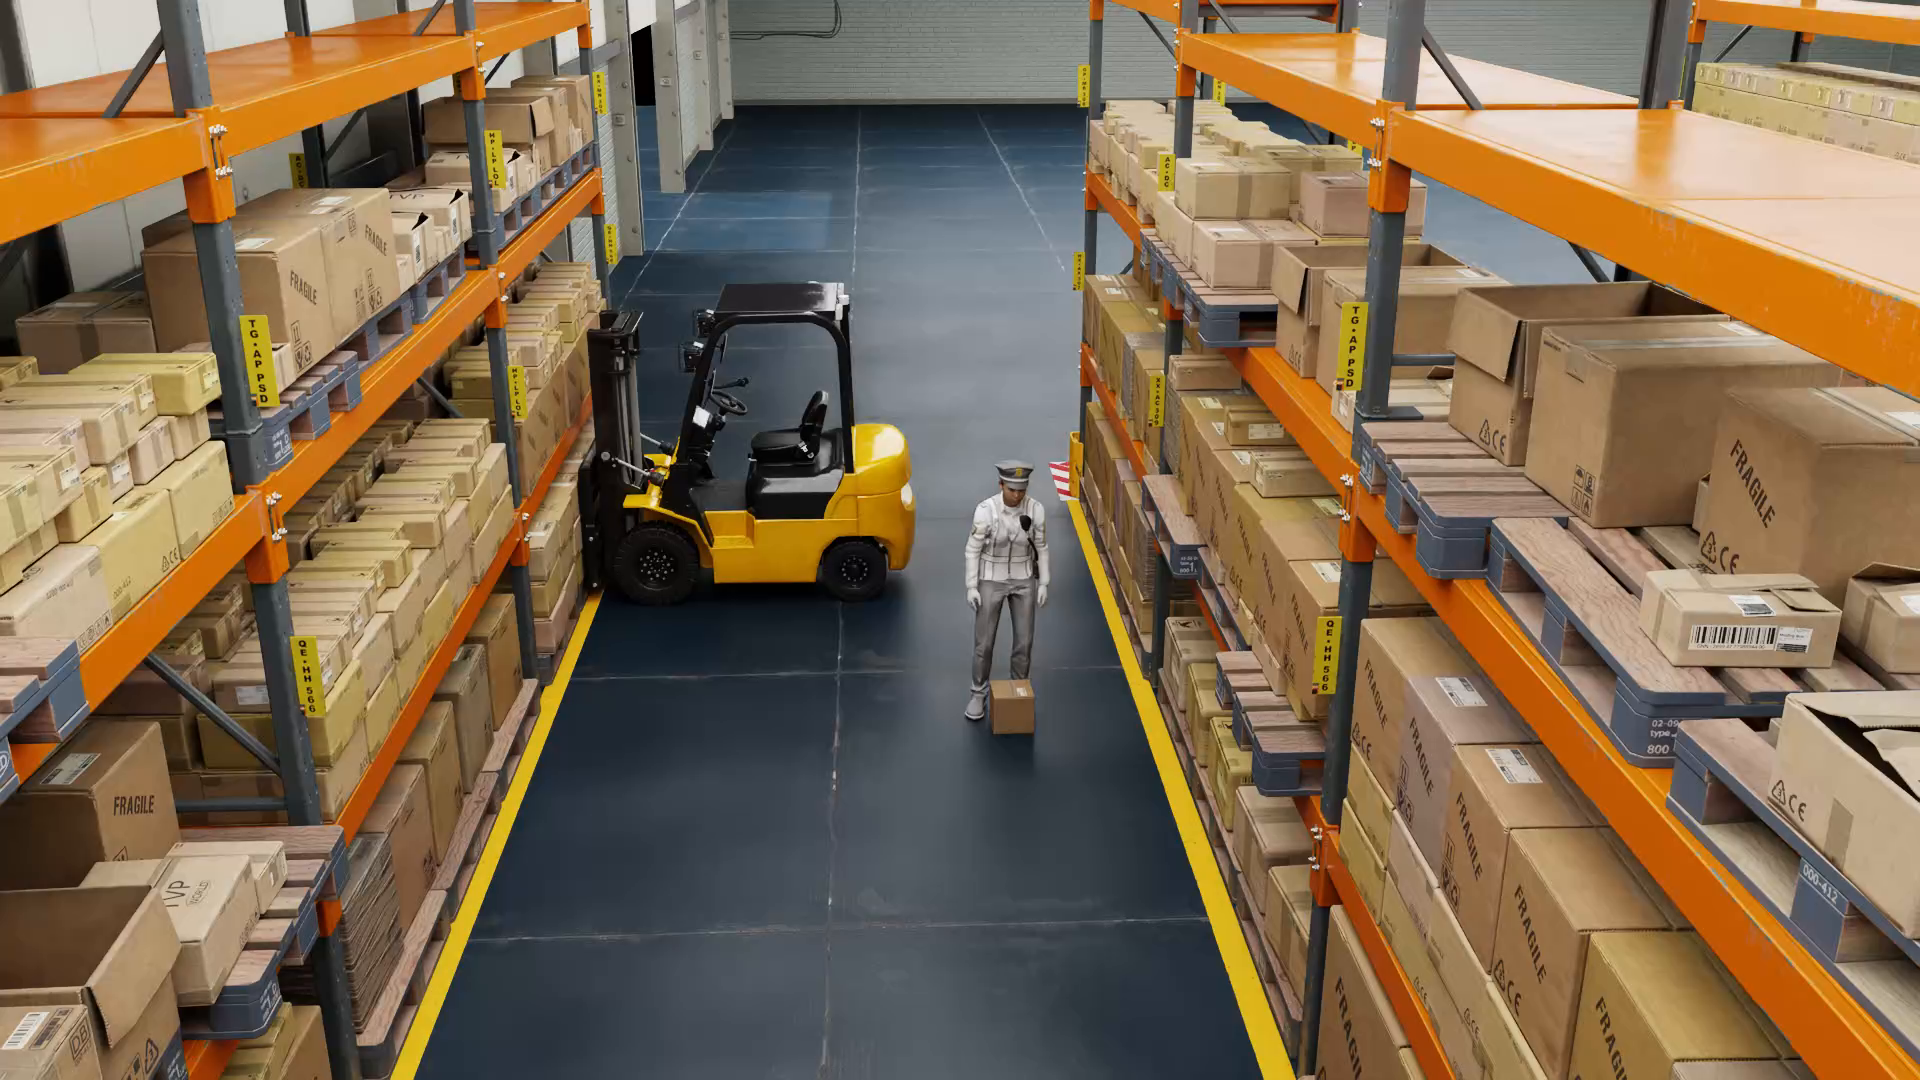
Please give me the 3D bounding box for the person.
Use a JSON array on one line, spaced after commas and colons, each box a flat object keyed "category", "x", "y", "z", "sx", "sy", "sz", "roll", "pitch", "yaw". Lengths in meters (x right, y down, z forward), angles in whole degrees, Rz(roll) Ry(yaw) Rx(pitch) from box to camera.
[{"category": "person", "x": 0.293, "y": 0.289, "z": 10.299, "sx": 0.547, "sy": 1.663, "sz": 0.376, "roll": -3, "pitch": 21, "yaw": -7}]
